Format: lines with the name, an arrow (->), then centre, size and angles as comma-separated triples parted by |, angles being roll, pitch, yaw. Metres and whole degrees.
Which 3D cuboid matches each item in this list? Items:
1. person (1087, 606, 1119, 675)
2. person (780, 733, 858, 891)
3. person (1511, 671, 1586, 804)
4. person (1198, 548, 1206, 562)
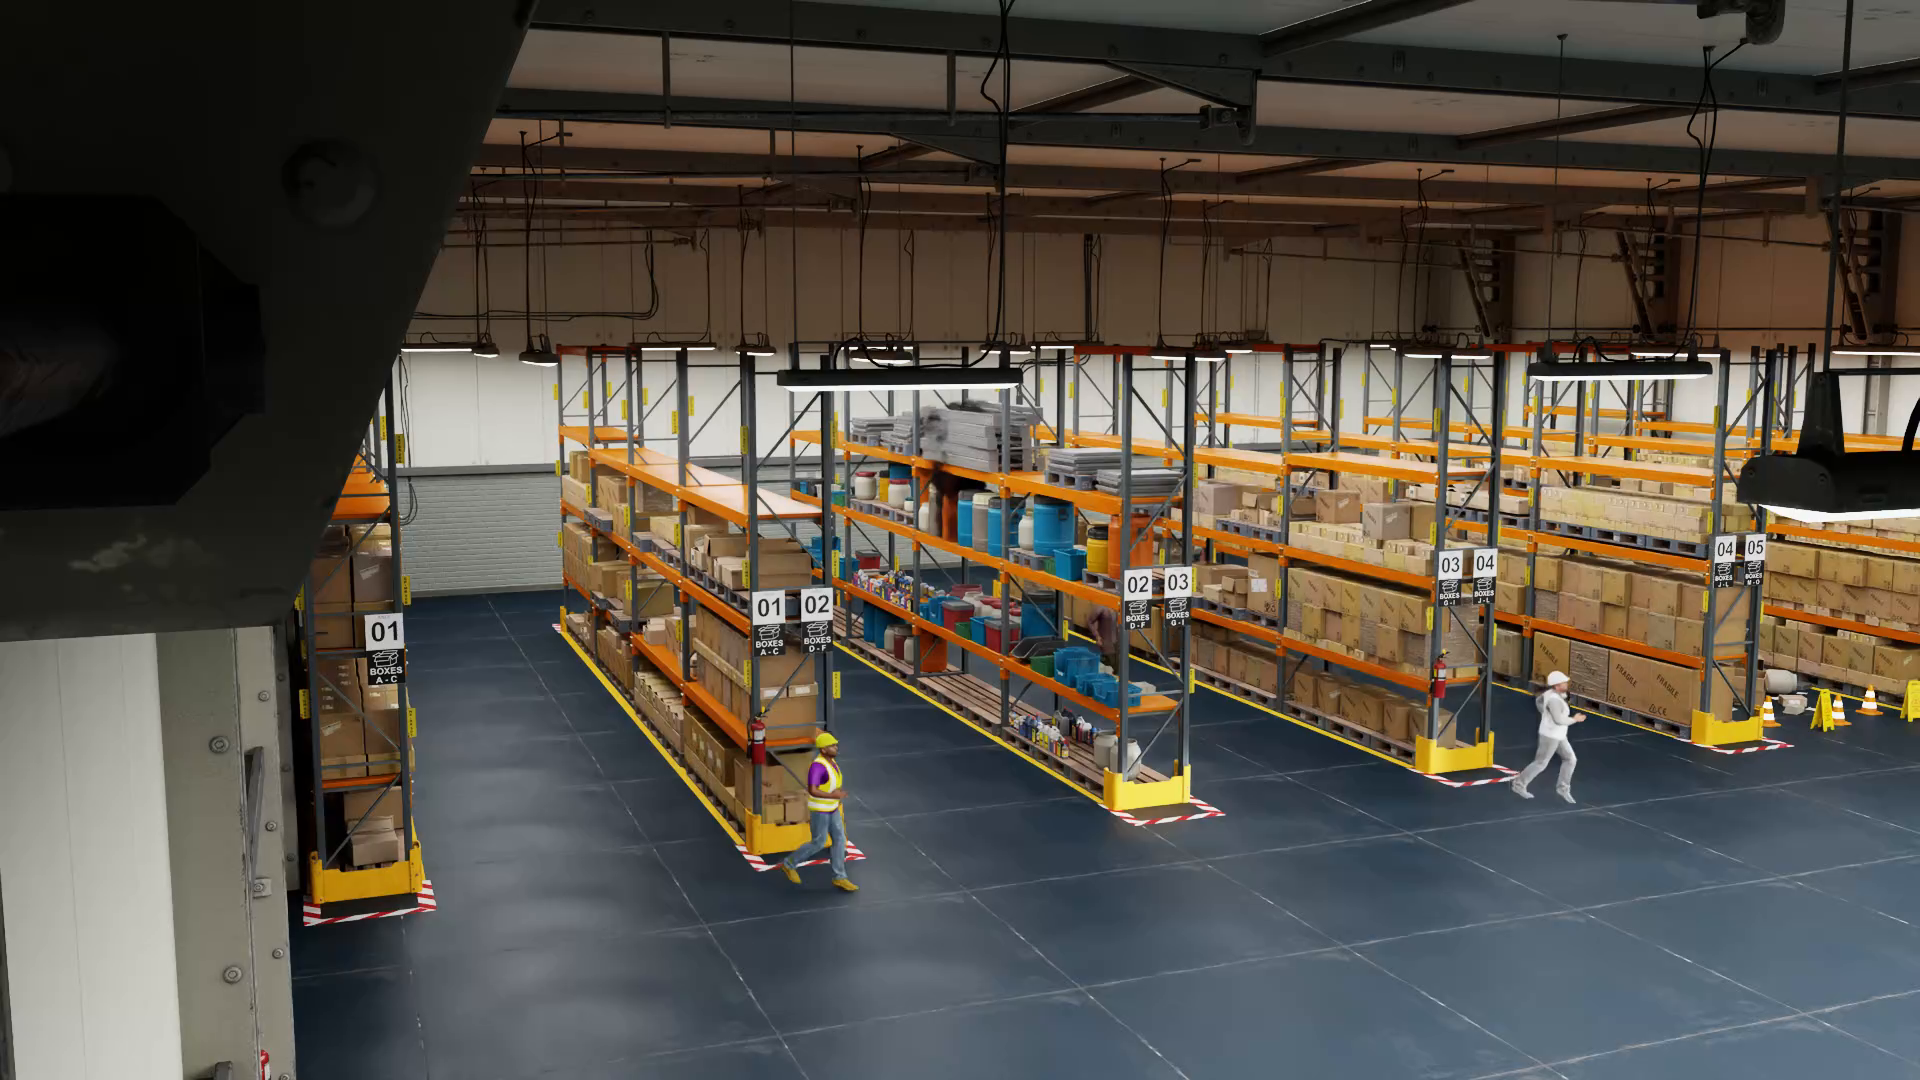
person -> 2.586, 1.778, 29.183 | 0.722, 1.720, 0.647 | -6, 9, -40
person -> -1.571, 3.065, 18.873 | 0.897, 1.779, 0.715 | 2, 8, 15
person -> 7.886, 2.640, 22.245 | 0.898, 1.822, 0.662 | 3, 8, 22
person -> 6.207, 0.216, 41.743 | 0.729, 1.743, 0.594 | -3, 8, -21
